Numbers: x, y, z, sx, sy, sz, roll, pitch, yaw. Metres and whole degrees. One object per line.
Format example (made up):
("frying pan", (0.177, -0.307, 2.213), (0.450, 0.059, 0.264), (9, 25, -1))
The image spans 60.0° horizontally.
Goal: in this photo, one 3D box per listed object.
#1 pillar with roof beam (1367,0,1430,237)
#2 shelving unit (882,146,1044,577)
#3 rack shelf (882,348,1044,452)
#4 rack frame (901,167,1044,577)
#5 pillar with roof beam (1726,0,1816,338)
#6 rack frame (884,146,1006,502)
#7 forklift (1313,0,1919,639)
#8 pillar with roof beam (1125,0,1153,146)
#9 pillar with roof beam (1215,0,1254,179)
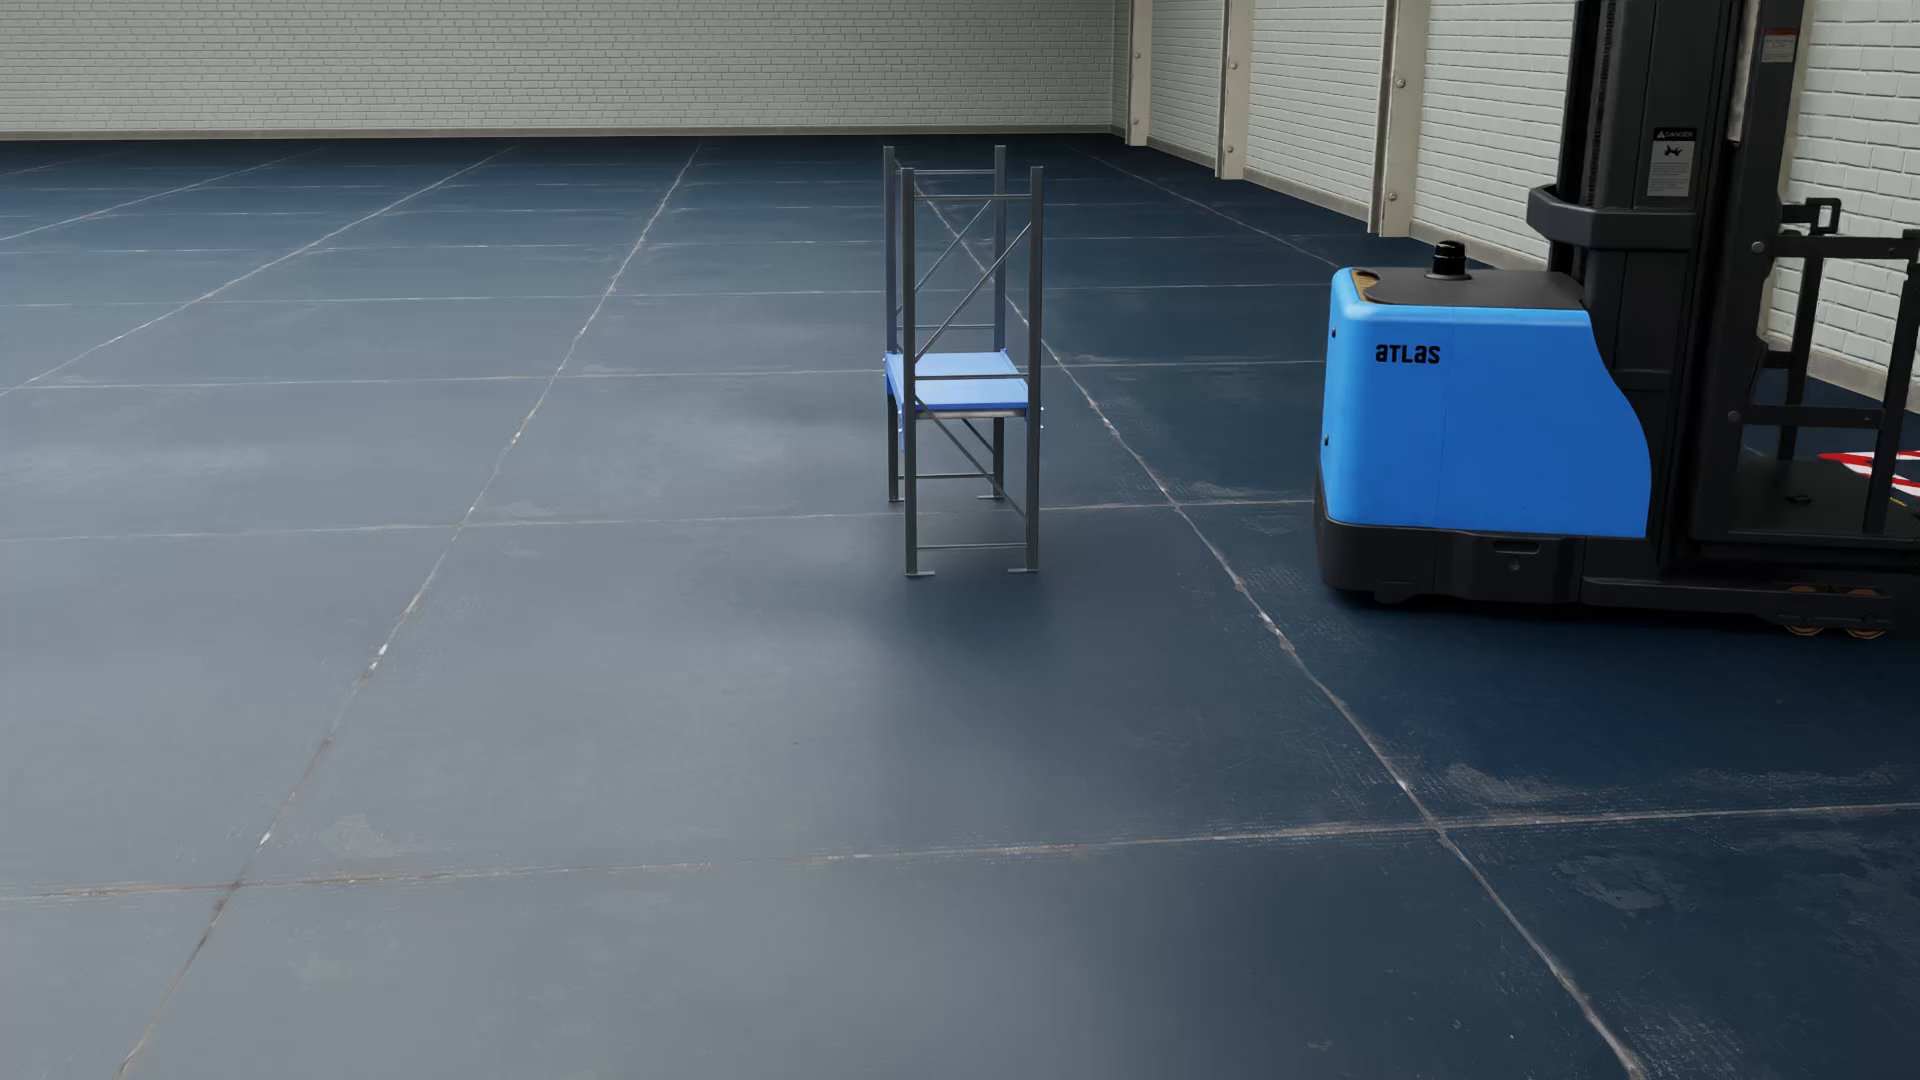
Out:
("pillar with roof beam", (-0.122, -7.121, 14.335), (9.100, 9.000, 0.400), (-2, 18, -6))
("shelving unit", (-0.009, -0.741, 6.533), (0.538, 1.500, 1.048), (-2, 18, -6))
("rack shelf", (-0.009, -0.569, 6.587), (0.538, 0.185, 1.000), (-2, 18, -6))
("rack frame", (0.044, -0.590, 6.051), (0.500, 1.500, 0.032), (-2, 18, -6))
("pillar with roof beam", (0.497, -5.333, 8.641), (9.100, 9.000, 0.400), (-2, 18, -6))
("rack frame", (-0.061, -0.892, 7.016), (0.500, 1.500, 0.032), (-2, 18, -6))
("forklift", (2.863, -1.236, 5.720), (3.031, 2.935, 1.130), (3, 18, 9))
("pillar with roof beam", (-1.359, -10.696, 25.723), (9.100, 9.000, 0.400), (-2, 18, -6))
("pillar with roof beam", (-0.741, -8.908, 20.029), (9.100, 9.000, 0.400), (-2, 18, -6))
